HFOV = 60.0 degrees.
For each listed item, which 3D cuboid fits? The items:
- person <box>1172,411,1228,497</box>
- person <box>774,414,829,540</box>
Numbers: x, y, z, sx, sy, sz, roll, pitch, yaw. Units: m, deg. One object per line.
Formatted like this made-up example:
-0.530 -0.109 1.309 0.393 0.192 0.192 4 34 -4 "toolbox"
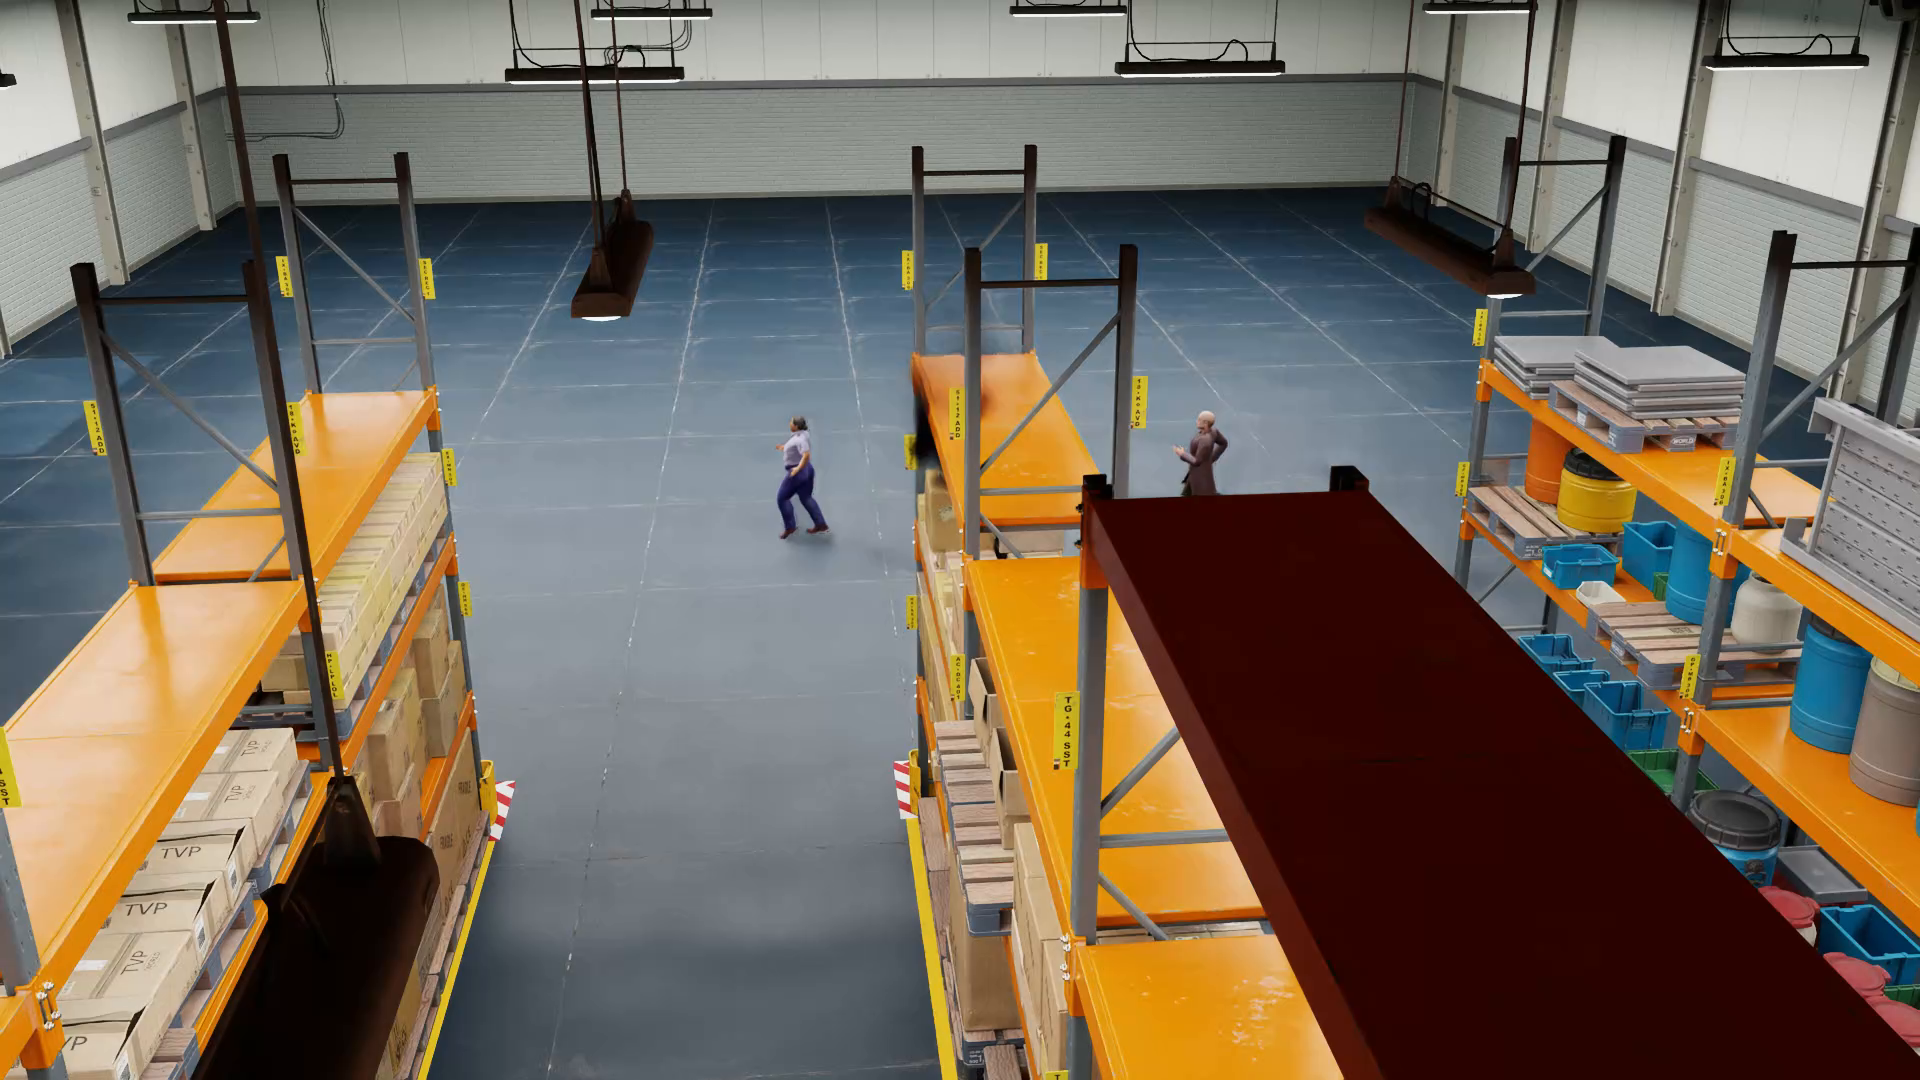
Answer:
3.076 -0.770 21.116 0.991 1.807 0.687 4 22 10 "person"
-2.074 -0.803 21.456 0.708 1.704 0.585 7 23 17 "person"
